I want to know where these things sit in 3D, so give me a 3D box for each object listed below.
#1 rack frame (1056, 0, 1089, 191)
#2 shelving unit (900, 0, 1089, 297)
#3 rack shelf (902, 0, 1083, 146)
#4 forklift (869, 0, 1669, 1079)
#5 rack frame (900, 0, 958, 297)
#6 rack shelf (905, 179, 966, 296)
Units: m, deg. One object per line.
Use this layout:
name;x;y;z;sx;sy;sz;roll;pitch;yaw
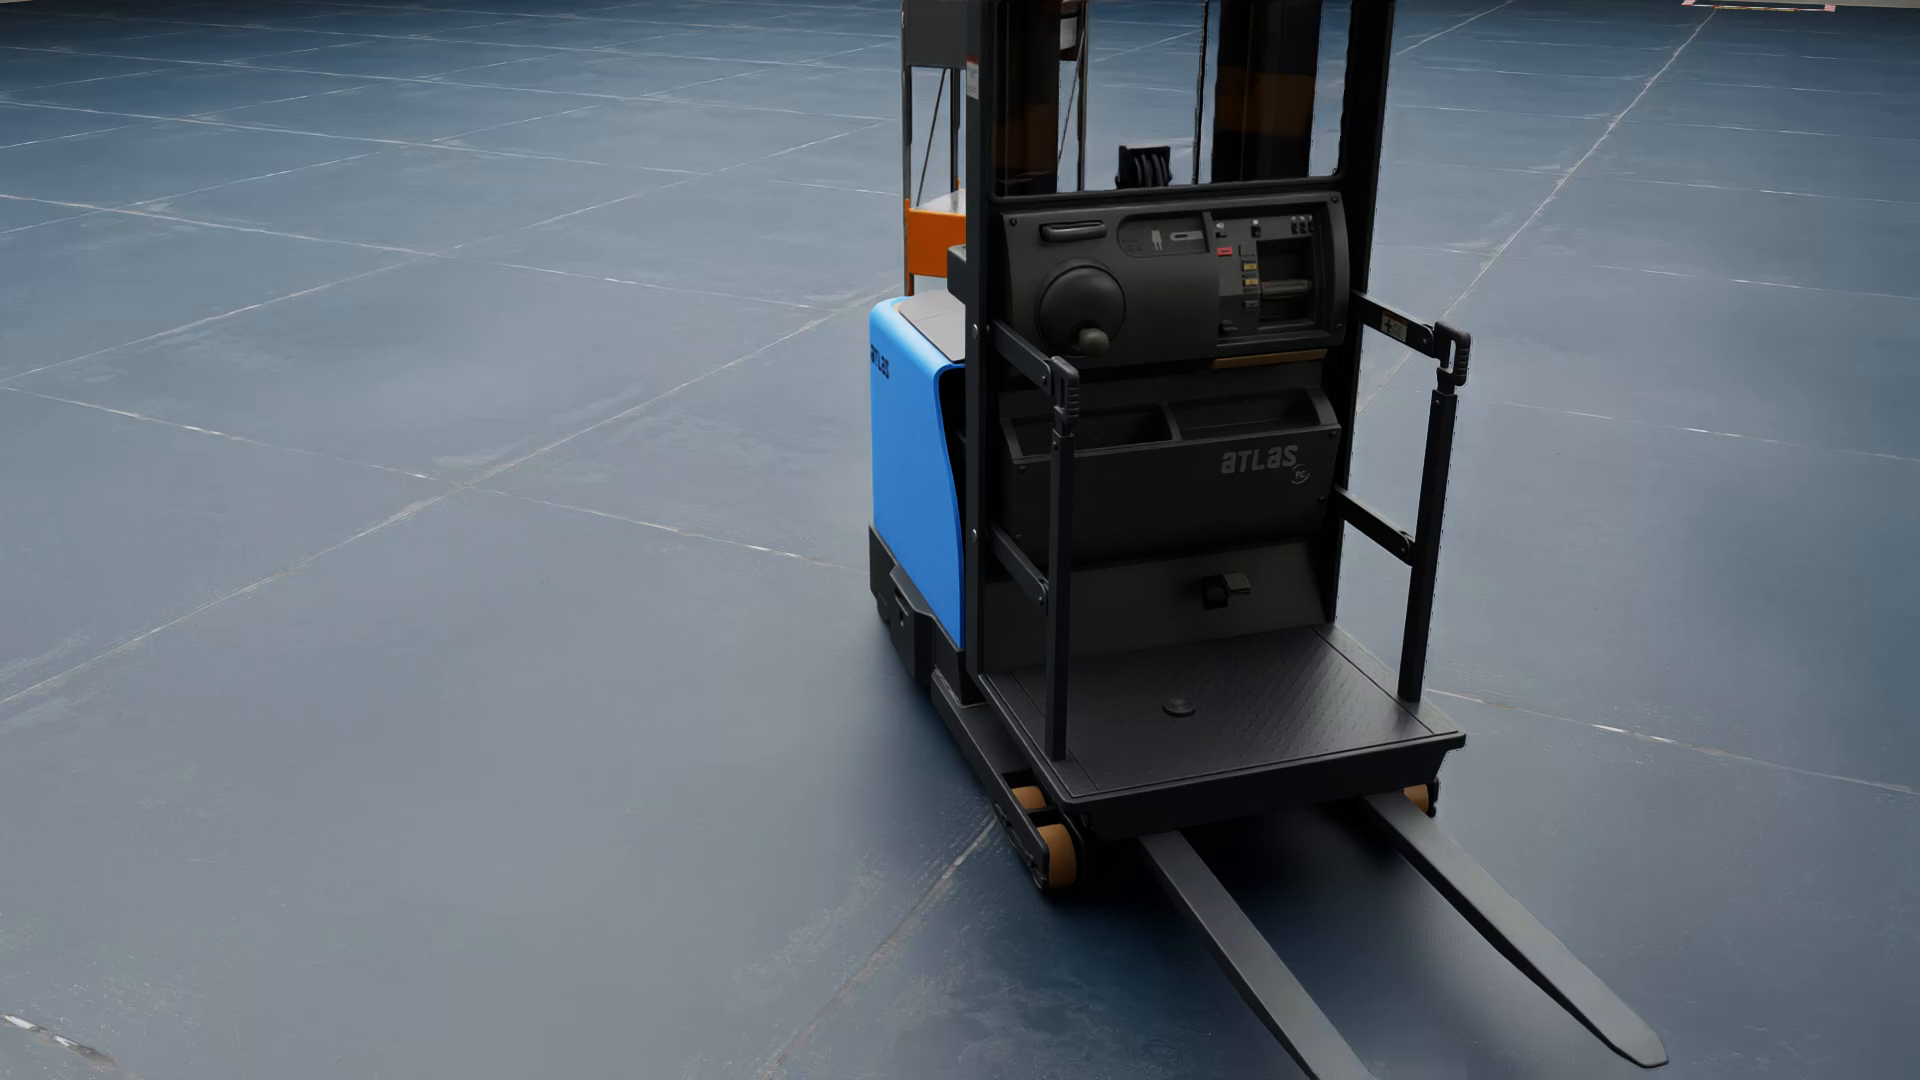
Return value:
rack frame;0.338;-0.925;5.742;0.015;2.100;0.400;11;25;24
shelving unit;0.119;-0.967;5.840;0.503;2.100;0.431;11;25;24
rack shelf;0.119;-1.598;5.571;0.480;0.518;0.431;11;25;24
forklift;0.623;-0.644;4.019;1.130;2.935;3.031;-7;24;-16
rack frame;-0.101;-1.008;5.938;0.015;2.100;0.400;11;25;24
rack shelf;0.119;-0.954;5.845;0.480;0.518;0.431;11;25;24
